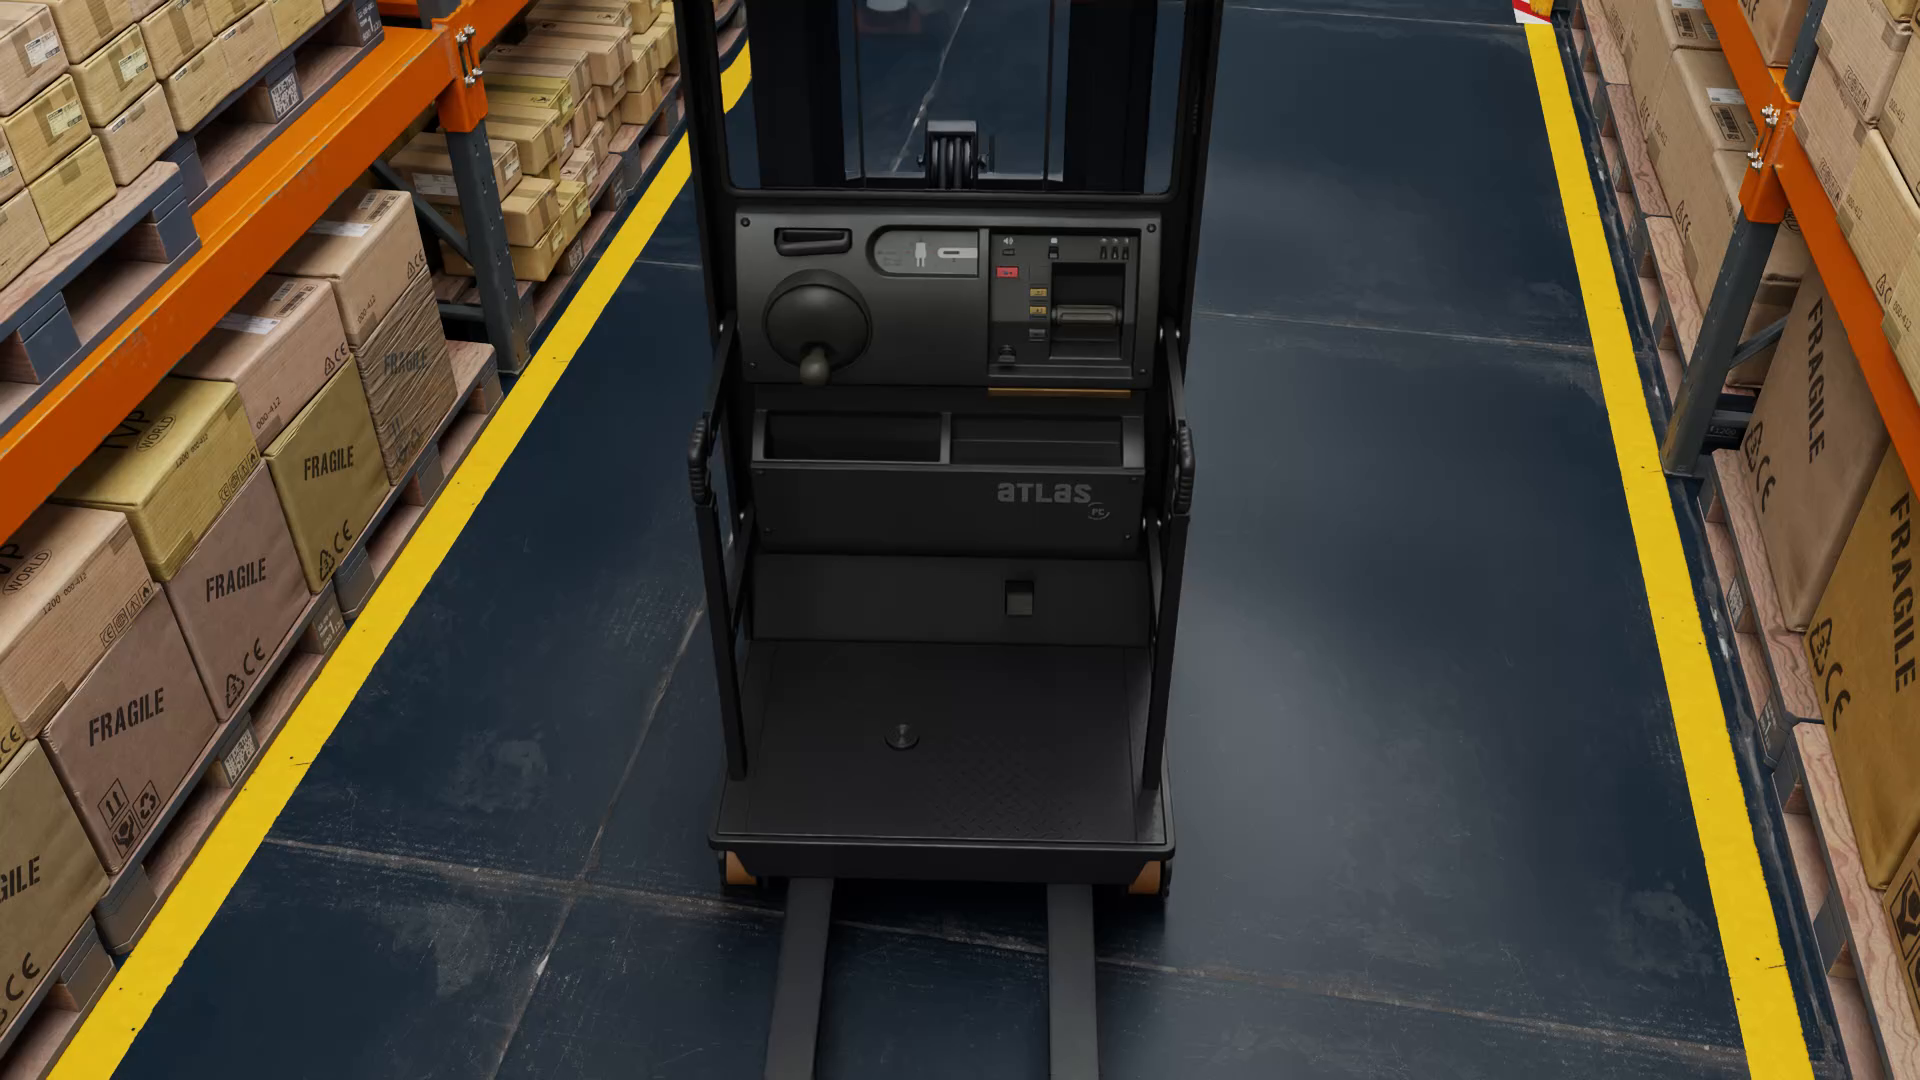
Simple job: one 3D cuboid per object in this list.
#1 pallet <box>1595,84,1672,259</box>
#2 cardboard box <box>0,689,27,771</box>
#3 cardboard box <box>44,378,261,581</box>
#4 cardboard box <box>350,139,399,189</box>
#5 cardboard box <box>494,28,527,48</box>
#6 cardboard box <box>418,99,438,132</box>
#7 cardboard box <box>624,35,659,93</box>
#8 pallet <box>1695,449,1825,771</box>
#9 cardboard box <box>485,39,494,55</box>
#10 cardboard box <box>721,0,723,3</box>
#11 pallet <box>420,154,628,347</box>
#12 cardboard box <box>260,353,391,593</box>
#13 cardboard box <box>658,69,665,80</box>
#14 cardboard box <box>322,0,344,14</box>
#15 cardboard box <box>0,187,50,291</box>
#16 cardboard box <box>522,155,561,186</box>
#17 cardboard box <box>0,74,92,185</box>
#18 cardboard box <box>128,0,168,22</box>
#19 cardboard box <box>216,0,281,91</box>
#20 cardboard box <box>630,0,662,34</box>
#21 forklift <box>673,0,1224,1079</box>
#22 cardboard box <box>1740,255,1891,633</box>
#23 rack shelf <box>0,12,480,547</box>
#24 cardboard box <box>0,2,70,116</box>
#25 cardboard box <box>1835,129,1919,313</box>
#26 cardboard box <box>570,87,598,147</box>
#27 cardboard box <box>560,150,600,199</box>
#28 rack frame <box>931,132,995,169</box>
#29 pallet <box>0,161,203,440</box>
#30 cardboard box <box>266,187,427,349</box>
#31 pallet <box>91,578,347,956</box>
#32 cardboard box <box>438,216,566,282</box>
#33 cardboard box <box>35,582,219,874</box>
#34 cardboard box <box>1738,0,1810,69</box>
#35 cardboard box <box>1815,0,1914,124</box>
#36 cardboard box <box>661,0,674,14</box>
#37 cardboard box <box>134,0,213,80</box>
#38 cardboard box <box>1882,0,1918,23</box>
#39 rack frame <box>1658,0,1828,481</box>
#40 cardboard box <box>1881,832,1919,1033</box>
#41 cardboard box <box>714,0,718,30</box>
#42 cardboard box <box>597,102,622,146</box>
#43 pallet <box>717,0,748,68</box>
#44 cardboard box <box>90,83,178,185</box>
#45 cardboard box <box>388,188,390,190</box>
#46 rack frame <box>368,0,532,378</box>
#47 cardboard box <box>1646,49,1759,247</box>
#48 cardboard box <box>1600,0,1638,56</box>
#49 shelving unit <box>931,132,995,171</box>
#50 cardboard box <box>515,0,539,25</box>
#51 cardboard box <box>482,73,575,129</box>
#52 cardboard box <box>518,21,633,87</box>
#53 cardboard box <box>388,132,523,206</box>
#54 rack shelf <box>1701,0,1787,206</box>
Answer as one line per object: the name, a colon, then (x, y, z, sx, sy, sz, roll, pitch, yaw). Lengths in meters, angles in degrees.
pallet: (3.250, -1.512, 6.913, 1.003, 0.211, 1.213, 6, 40, 8)
cardboard box: (-2.307, 0.466, 3.376, 0.500, 0.250, 0.500, 6, 40, 7)
cardboard box: (-2.120, -0.170, 4.145, 0.500, 0.250, 0.500, 5, 40, 6)
cardboard box: (-2.256, -1.377, 6.002, 0.380, 0.149, 0.250, 7, 40, 9)
cardboard box: (-2.025, -2.059, 7.060, 0.380, 0.149, 0.250, 5, 40, 6)
cardboard box: (-2.214, -1.698, 6.391, 0.380, 0.149, 0.250, 6, 40, 7)
cardboard box: (-1.494, -2.018, 7.011, 0.380, 0.149, 0.250, 6, 40, 7)
pallet: (2.773, 0.217, 4.821, 1.003, 0.211, 1.213, 6, 40, 8)
cardboard box: (-2.137, -2.033, 6.795, 0.380, 0.149, 0.250, 5, 40, 6)
cardboard box: (-1.330, -2.723, 8.098, 0.380, 0.149, 0.250, 6, 40, 7)
pallet: (-1.979, -1.183, 6.515, 1.003, 0.211, 1.213, 6, 40, 8)
cardboard box: (-2.030, -0.216, 4.790, 0.500, 0.500, 0.500, 6, 40, 7)
cardboard box: (-1.527, -2.080, 7.320, 0.380, 0.149, 0.250, 7, 40, 9)
cardboard box: (-1.935, -1.626, 4.730, 0.380, 0.149, 0.250, 6, 40, 7)
cardboard box: (-2.203, -0.641, 3.539, 0.380, 0.149, 0.250, 5, 40, 6)
cardboard box: (-1.727, -1.371, 6.228, 0.380, 0.149, 0.250, 7, 40, 8)
cardboard box: (-2.160, -0.913, 3.634, 0.380, 0.149, 0.250, 7, 40, 8)
cardboard box: (-2.075, -1.358, 3.939, 0.380, 0.149, 0.250, 6, 40, 8)
cardboard box: (-2.024, -1.307, 4.344, 0.380, 0.149, 0.250, 6, 40, 8)
cardboard box: (-1.501, -2.296, 7.114, 0.380, 0.149, 0.250, 7, 40, 8)
forklift: (-0.032, -0.452, 3.496, 1.130, 2.935, 3.031, 1, 40, 1)
cardboard box: (2.804, -0.295, 4.590, 0.875, 0.875, 0.875, 8, 40, 9)
rack shelf: (-2.407, -0.300, 3.823, 1.077, 0.370, 4.000, 6, 40, 8)
cardboard box: (-2.164, -1.035, 3.549, 0.380, 0.149, 0.250, 5, 40, 6)
cardboard box: (2.408, -0.720, 3.885, 0.500, 0.250, 0.500, 5, 40, 7)
cardboard box: (-1.671, -1.697, 6.623, 0.380, 0.149, 0.250, 4, 40, 5)
cardboard box: (-1.643, -1.417, 6.518, 0.380, 0.149, 0.250, 6, 40, 7)
rack frame: (0.008, -0.852, 5.457, 0.200, 1.050, 0.008, 1, 40, 1)
pallet: (-2.451, -0.495, 3.645, 1.003, 0.211, 1.213, 6, 40, 8)
cardboard box: (-1.941, -0.824, 4.937, 0.500, 0.250, 0.500, 5, 40, 6)
pallet: (-2.403, 0.499, 4.481, 1.003, 0.211, 1.213, 6, 40, 8)
cardboard box: (-1.681, -1.088, 6.120, 0.380, 0.149, 0.250, 5, 40, 6)
cardboard box: (-2.211, 0.425, 4.014, 0.500, 0.500, 0.500, 5, 40, 7)
cardboard box: (2.661, -1.708, 4.883, 0.500, 0.500, 0.500, 7, 40, 8)
cardboard box: (2.478, -1.240, 4.121, 0.500, 0.250, 0.500, 5, 40, 6)
cardboard box: (-1.407, -2.346, 7.408, 0.380, 0.149, 0.250, 8, 40, 10)
cardboard box: (-2.068, -1.247, 4.039, 0.380, 0.149, 0.250, 5, 40, 6)
cardboard box: (2.473, -1.529, 3.882, 0.500, 0.500, 0.500, 7, 40, 8)
rack frame: (2.832, -1.350, 4.529, 1.000, 3.000, 0.127, 6, 40, 8)
cardboard box: (2.500, 0.834, 3.225, 0.875, 0.875, 0.875, 7, 40, 8)
cardboard box: (-1.342, -2.400, 7.707, 0.380, 0.149, 0.250, 5, 40, 6)
cardboard box: (-1.637, -1.755, 6.926, 0.380, 0.149, 0.250, 5, 40, 6)
pallet: (-1.557, -2.714, 8.367, 1.003, 0.211, 1.213, 6, 40, 8)
cardboard box: (-2.110, -0.974, 3.942, 0.380, 0.149, 0.250, 5, 40, 6)
cardboard box: (-2.285, -1.414, 6.280, 0.380, 0.149, 0.250, 5, 40, 6)
rack frame: (-2.061, -1.832, 5.112, 1.000, 3.000, 0.127, 6, 40, 8)
cardboard box: (3.201, -1.468, 6.353, 0.875, 0.438, 0.875, 5, 40, 6)
cardboard box: (3.509, -2.609, 7.733, 0.875, 0.438, 0.875, 5, 40, 6)
shelving unit: (0.004, -0.774, 5.363, 0.215, 1.050, 0.252, 1, 40, 1)
cardboard box: (-1.951, -2.347, 7.176, 0.380, 0.149, 0.250, 6, 40, 8)
cardboard box: (-1.696, -1.648, 6.331, 0.380, 0.149, 0.250, 6, 40, 7)
cardboard box: (-1.549, -1.965, 6.714, 0.380, 0.149, 0.250, 7, 40, 9)
cardboard box: (-1.797, -1.318, 5.931, 0.380, 0.149, 0.250, 8, 40, 9)
rack shelf: (3.178, -2.328, 6.276, 1.077, 0.370, 4.000, 6, 40, 8)
